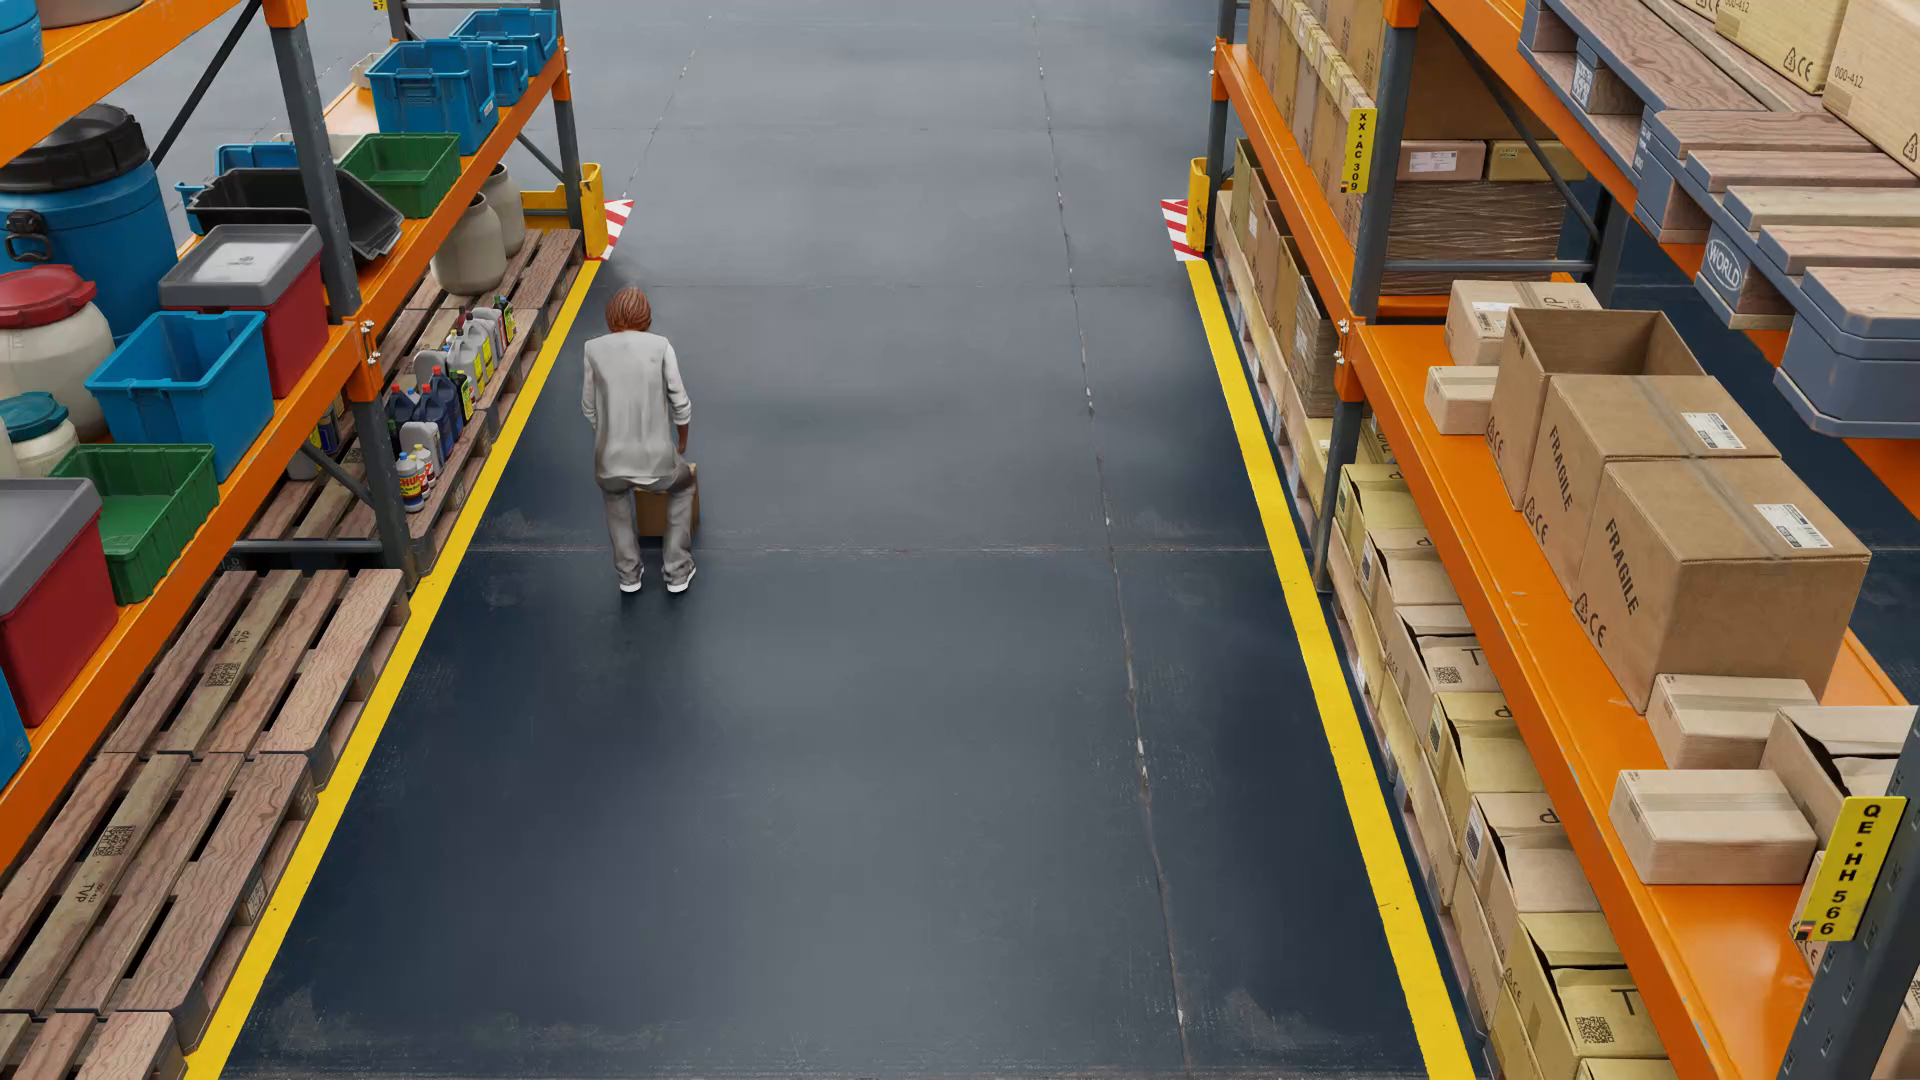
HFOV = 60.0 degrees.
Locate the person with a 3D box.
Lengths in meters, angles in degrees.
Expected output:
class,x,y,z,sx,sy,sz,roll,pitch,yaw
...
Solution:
class,x,y,z,sx,sy,sz,roll,pitch,yaw
person,-1.382,-0.381,7.084,0.463,1.255,0.673,0,32,0
